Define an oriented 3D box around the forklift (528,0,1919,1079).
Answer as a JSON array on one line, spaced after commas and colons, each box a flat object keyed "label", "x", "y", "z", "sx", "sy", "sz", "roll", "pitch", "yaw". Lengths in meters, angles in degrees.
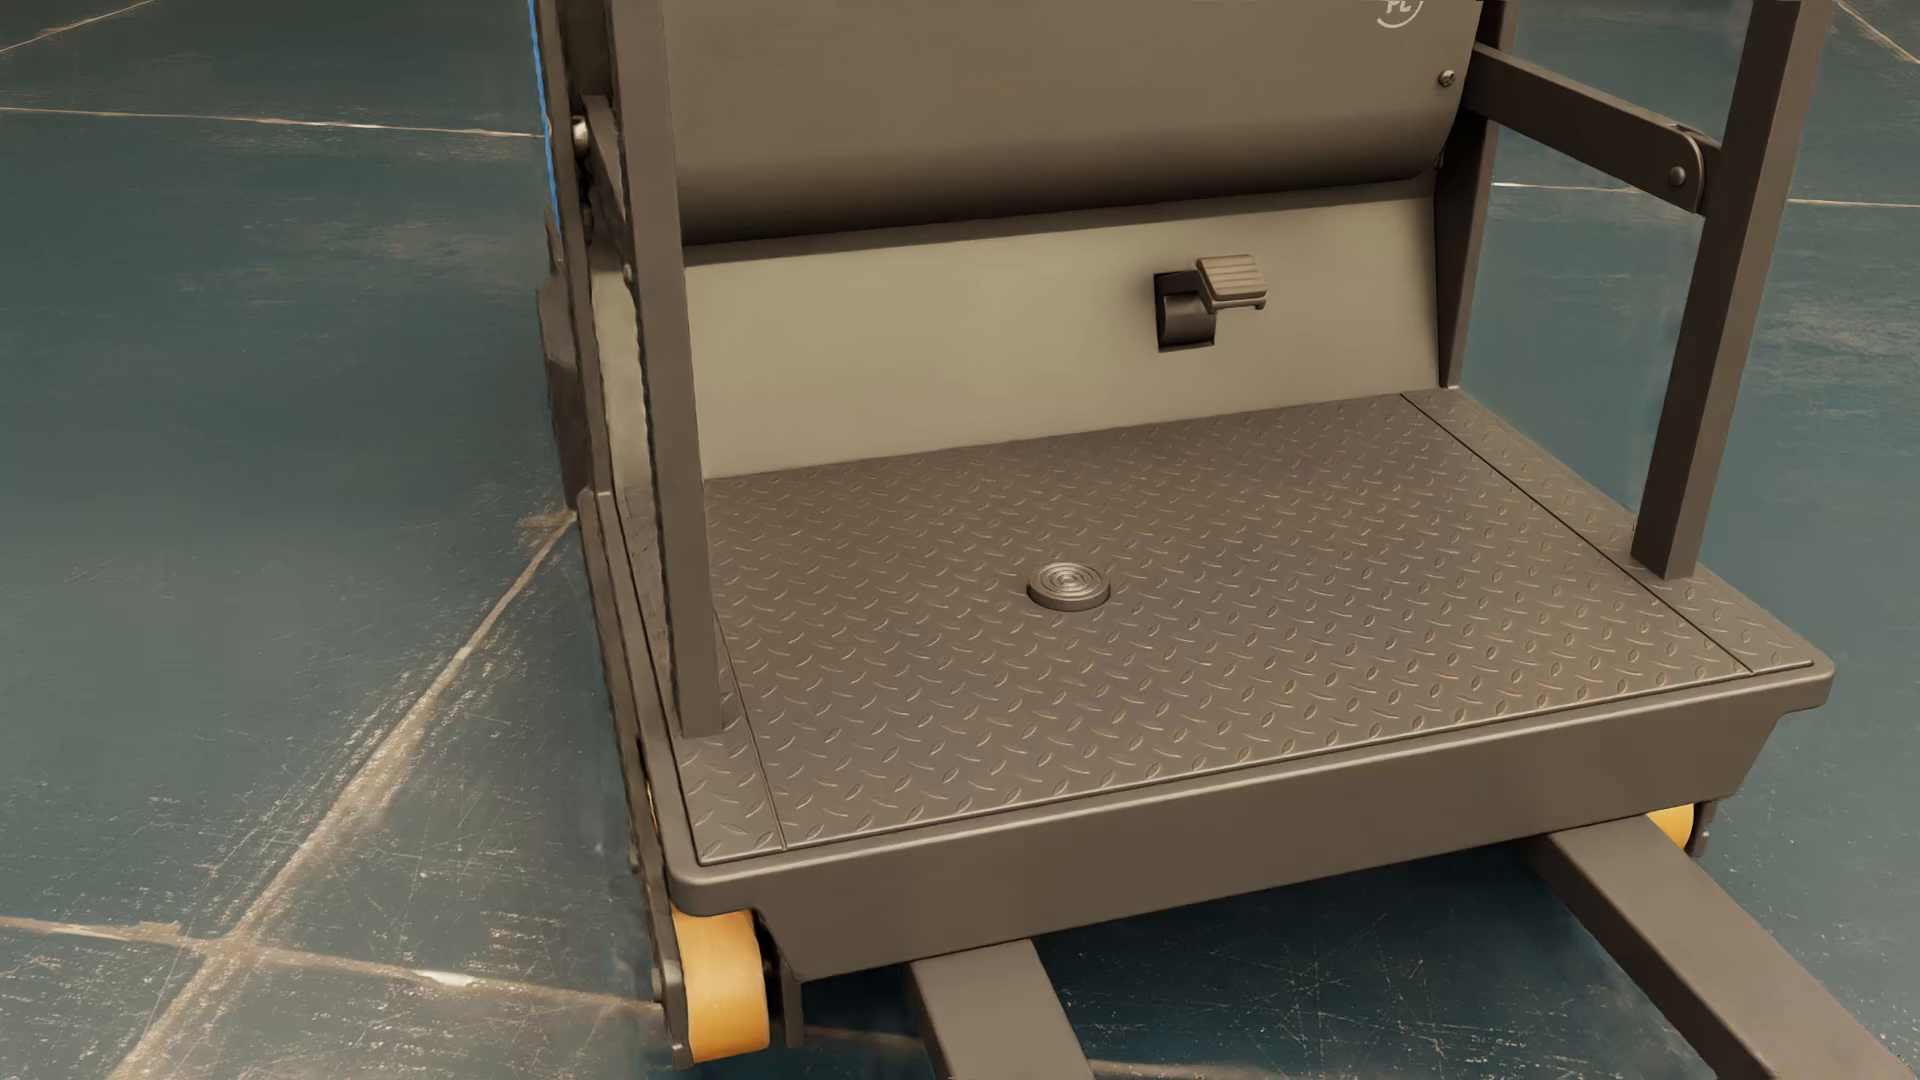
[{"label": "forklift", "x": 0.170, "y": -0.996, "z": 1.275, "sx": 1.130, "sy": 2.935, "sz": 3.031, "roll": -8, "pitch": 30, "yaw": -14}]
